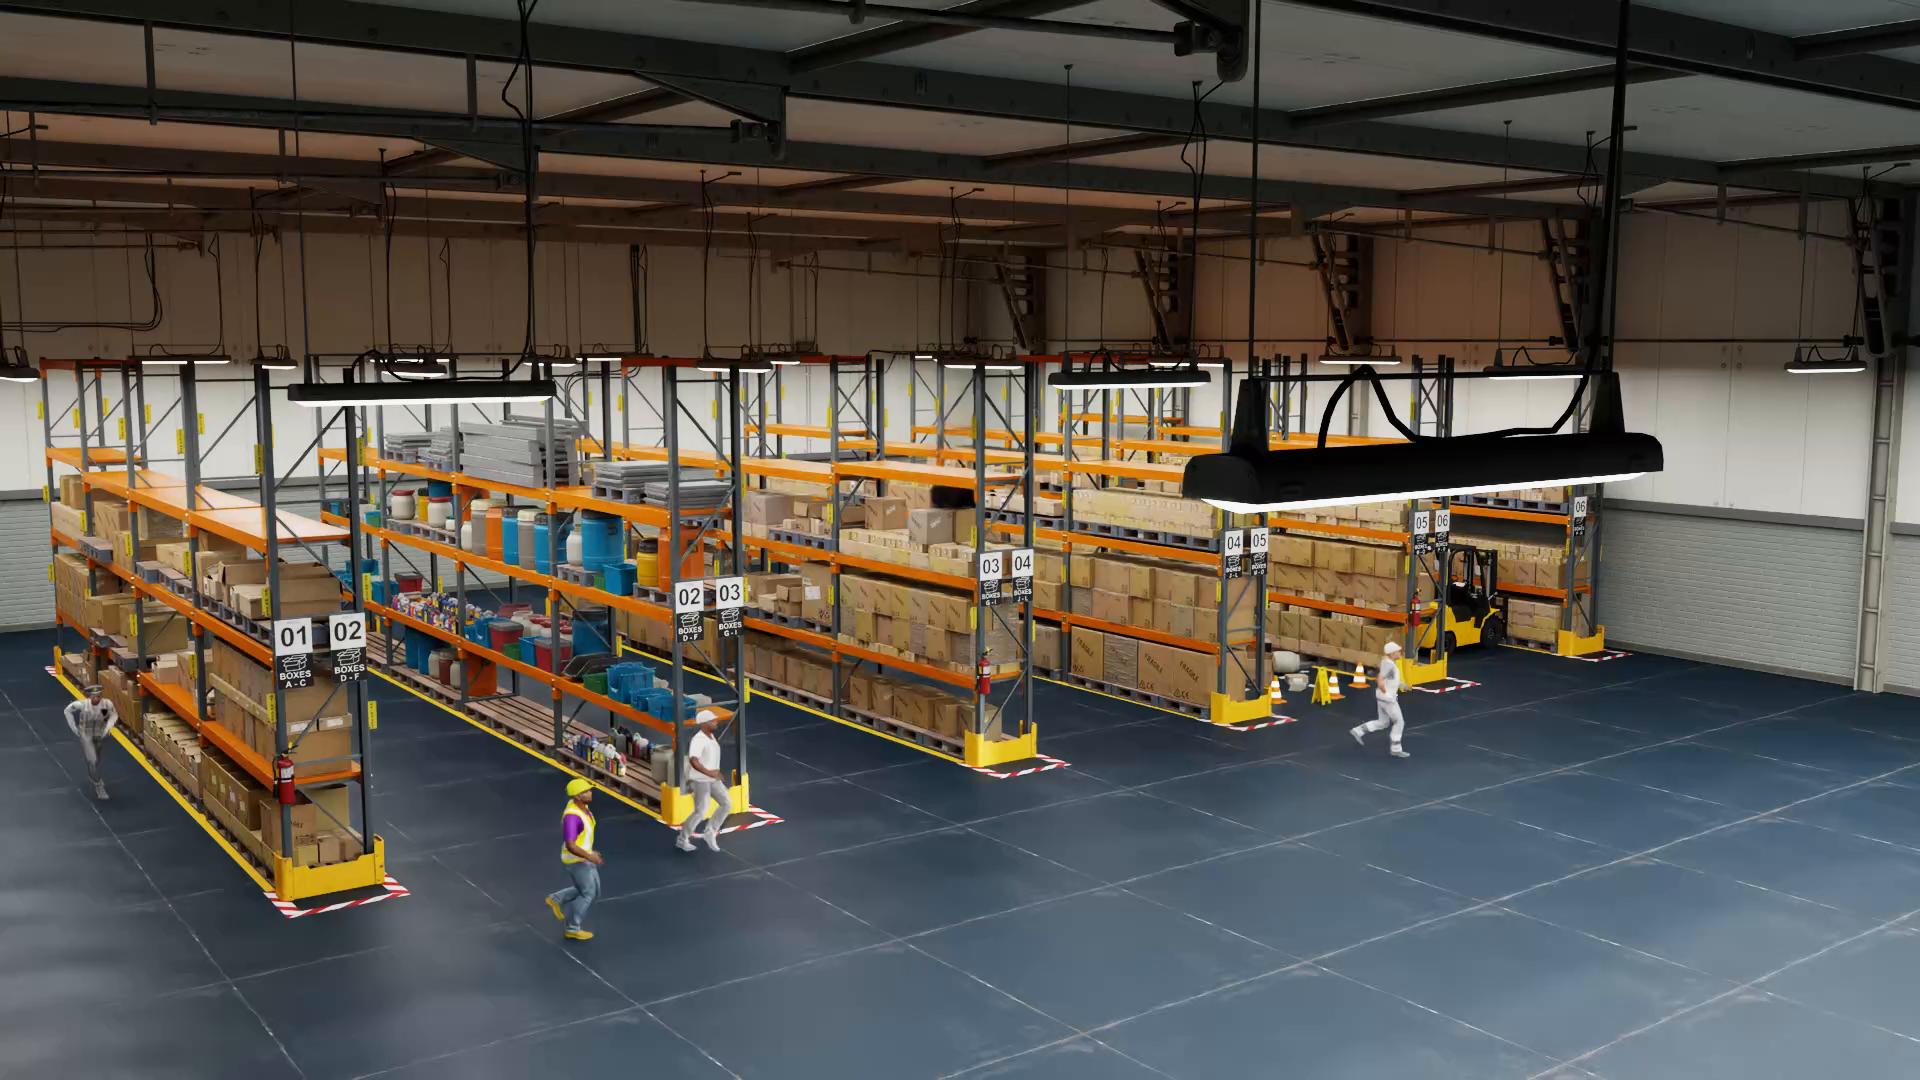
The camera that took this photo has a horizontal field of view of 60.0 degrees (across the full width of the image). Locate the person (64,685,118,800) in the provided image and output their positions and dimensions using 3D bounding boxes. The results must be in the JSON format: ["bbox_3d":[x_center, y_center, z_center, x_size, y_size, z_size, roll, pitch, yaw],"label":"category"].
[{"bbox_3d":[-12.146,2.781,23.267,0.655,1.622,0.951,-5,8,-35],"label":"person"}]

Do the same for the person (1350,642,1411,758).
[{"bbox_3d":[6.426,2.424,25.336,0.910,1.764,0.633,1,7,7],"label":"person"}]

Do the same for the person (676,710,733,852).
[{"bbox_3d":[-3.160,2.998,20.738,0.653,1.758,0.765,2,7,13],"label":"person"}]

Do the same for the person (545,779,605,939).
[{"bbox_3d":[-4.088,3.372,17.655,0.654,1.731,0.729,-1,7,-6],"label":"person"}]

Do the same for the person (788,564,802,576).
[{"bbox_3d":[-4.046,0.475,41.805,0.554,1.726,0.743,4,8,28],"label":"person"}]
